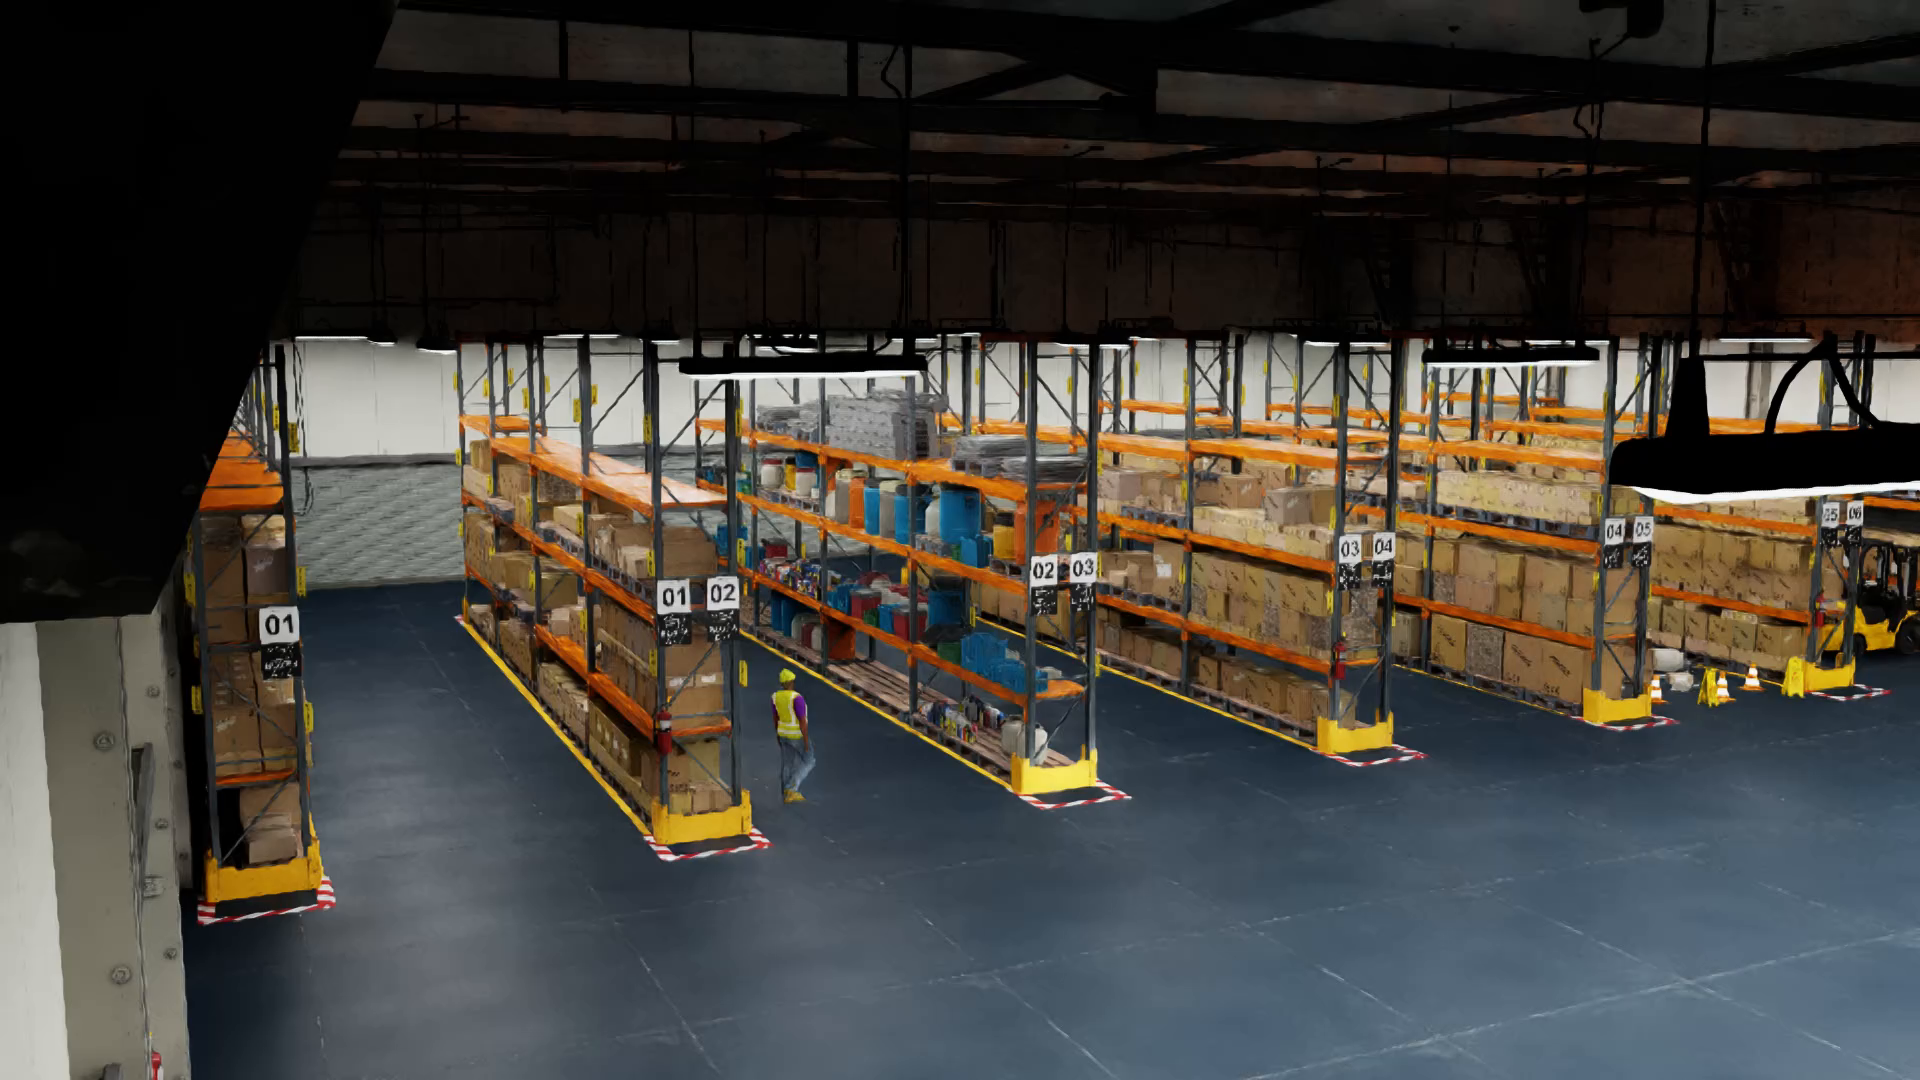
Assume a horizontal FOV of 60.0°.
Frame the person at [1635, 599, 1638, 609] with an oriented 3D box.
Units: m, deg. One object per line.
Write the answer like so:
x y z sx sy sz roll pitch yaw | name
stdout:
13.903 0.866 34.339 0.477 1.675 0.493 1 8 7 | person

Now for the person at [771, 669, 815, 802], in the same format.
-2.190 2.549 21.638 0.609 1.763 0.457 6 10 38 | person
